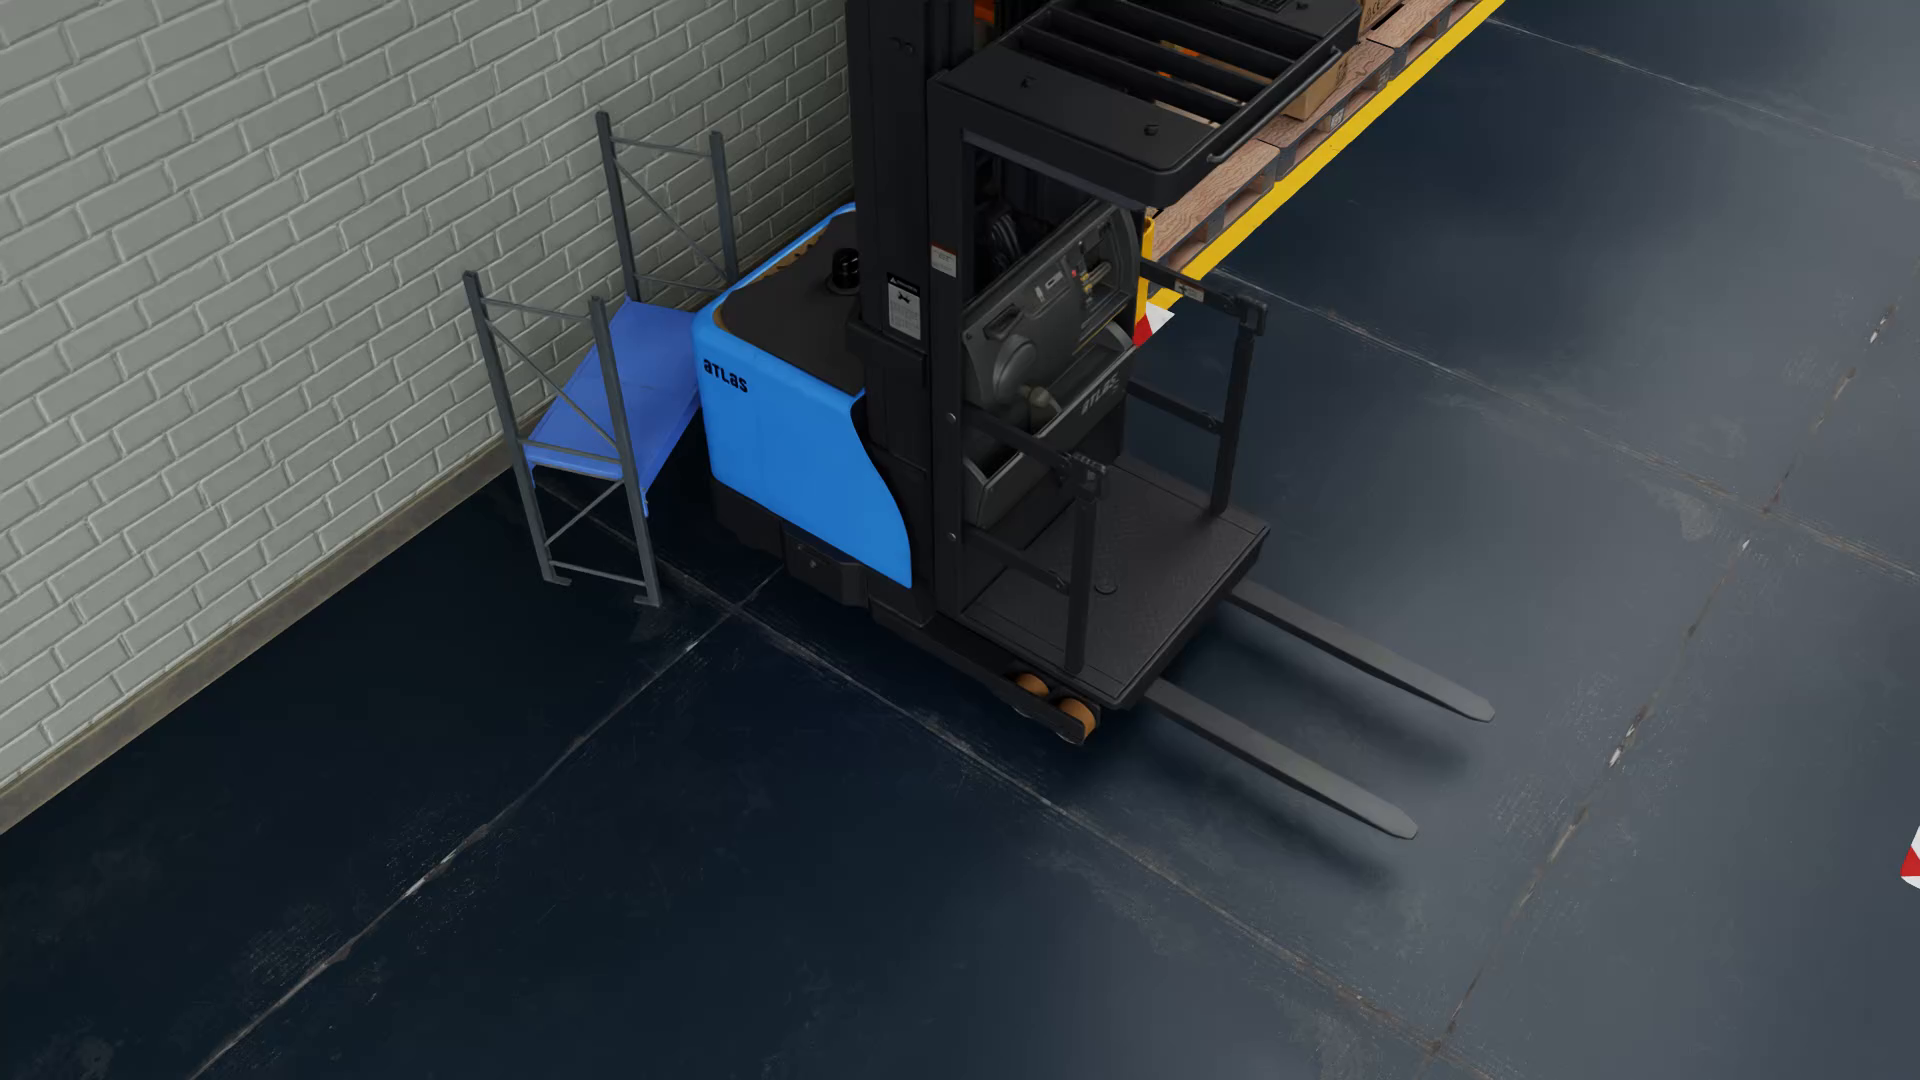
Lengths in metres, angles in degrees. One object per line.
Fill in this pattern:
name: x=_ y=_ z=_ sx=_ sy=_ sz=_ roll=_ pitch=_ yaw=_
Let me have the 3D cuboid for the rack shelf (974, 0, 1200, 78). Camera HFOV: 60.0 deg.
rack shelf: x=1.502 y=-3.125 z=8.158 sx=1.077 sy=0.370 sz=4.000 roll=29 pitch=53 yaw=25

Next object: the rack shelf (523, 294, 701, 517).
rack shelf: x=-1.262 y=-0.545 z=6.482 sx=0.538 sy=0.185 sz=1.000 roll=12 pitch=48 yaw=12

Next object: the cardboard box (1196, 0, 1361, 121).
cardboard box: x=1.610 y=-2.598 z=8.581 sx=0.700 sy=0.500 sz=0.500 roll=26 pitch=52 yaw=23

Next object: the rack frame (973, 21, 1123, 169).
rack frame: x=0.279 y=-2.229 z=6.805 sx=1.000 sy=3.000 sz=0.127 roll=29 pitch=53 yaw=25

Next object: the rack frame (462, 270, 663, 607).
rack frame: x=-1.409 y=-0.318 z=6.016 sx=0.500 sy=1.500 sz=0.032 roll=12 pitch=48 yaw=12

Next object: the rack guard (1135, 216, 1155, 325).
rack guard: x=0.325 y=-1.409 z=7.750 sx=1.175 sy=0.500 sz=0.348 roll=29 pitch=53 yaw=25

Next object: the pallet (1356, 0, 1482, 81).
pallet: x=2.342 y=-3.155 z=9.618 sx=1.003 sy=0.211 sz=1.213 roll=29 pitch=53 yaw=25

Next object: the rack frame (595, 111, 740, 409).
rack frame: x=-1.115 y=-1.021 z=6.688 sx=0.500 sy=1.500 sz=0.032 roll=12 pitch=48 yaw=12

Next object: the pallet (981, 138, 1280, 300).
pallet: x=0.850 y=-1.759 z=8.284 sx=1.003 sy=0.211 sz=1.213 roll=29 pitch=53 yaw=25

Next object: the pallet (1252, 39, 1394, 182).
pallet: x=1.596 y=-2.454 z=8.948 sx=1.003 sy=0.211 sz=1.213 roll=29 pitch=53 yaw=25

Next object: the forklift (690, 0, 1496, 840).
forklift: x=0.482 y=-0.716 z=5.407 sx=3.031 sy=2.935 sz=1.130 roll=28 pitch=53 yaw=24

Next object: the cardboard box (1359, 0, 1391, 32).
cardboard box: x=2.122 y=-3.195 z=9.152 sx=0.500 sy=0.500 sz=0.500 roll=25 pitch=51 yaw=22

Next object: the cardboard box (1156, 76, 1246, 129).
cardboard box: x=1.122 y=-2.135 z=8.270 sx=0.500 sy=0.311 sz=0.500 roll=34 pitch=55 yaw=28

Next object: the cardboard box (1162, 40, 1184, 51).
cardboard box: x=0.828 y=-2.323 z=6.985 sx=0.500 sy=0.250 sz=0.500 roll=28 pitch=52 yaw=24

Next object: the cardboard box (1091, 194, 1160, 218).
cardboard box: x=0.773 y=-1.808 z=7.958 sx=0.500 sy=0.311 sz=0.500 roll=24 pitch=51 yaw=21

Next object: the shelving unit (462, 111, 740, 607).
shelving unit: x=-1.262 y=-0.670 z=6.352 sx=0.538 sy=1.500 sz=1.048 roll=12 pitch=48 yaw=12

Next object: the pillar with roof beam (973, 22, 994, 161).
pillar with roof beam: x=3.429 y=-3.181 z=3.565 sx=9.100 sy=9.000 sz=0.400 roll=29 pitch=53 yaw=25
